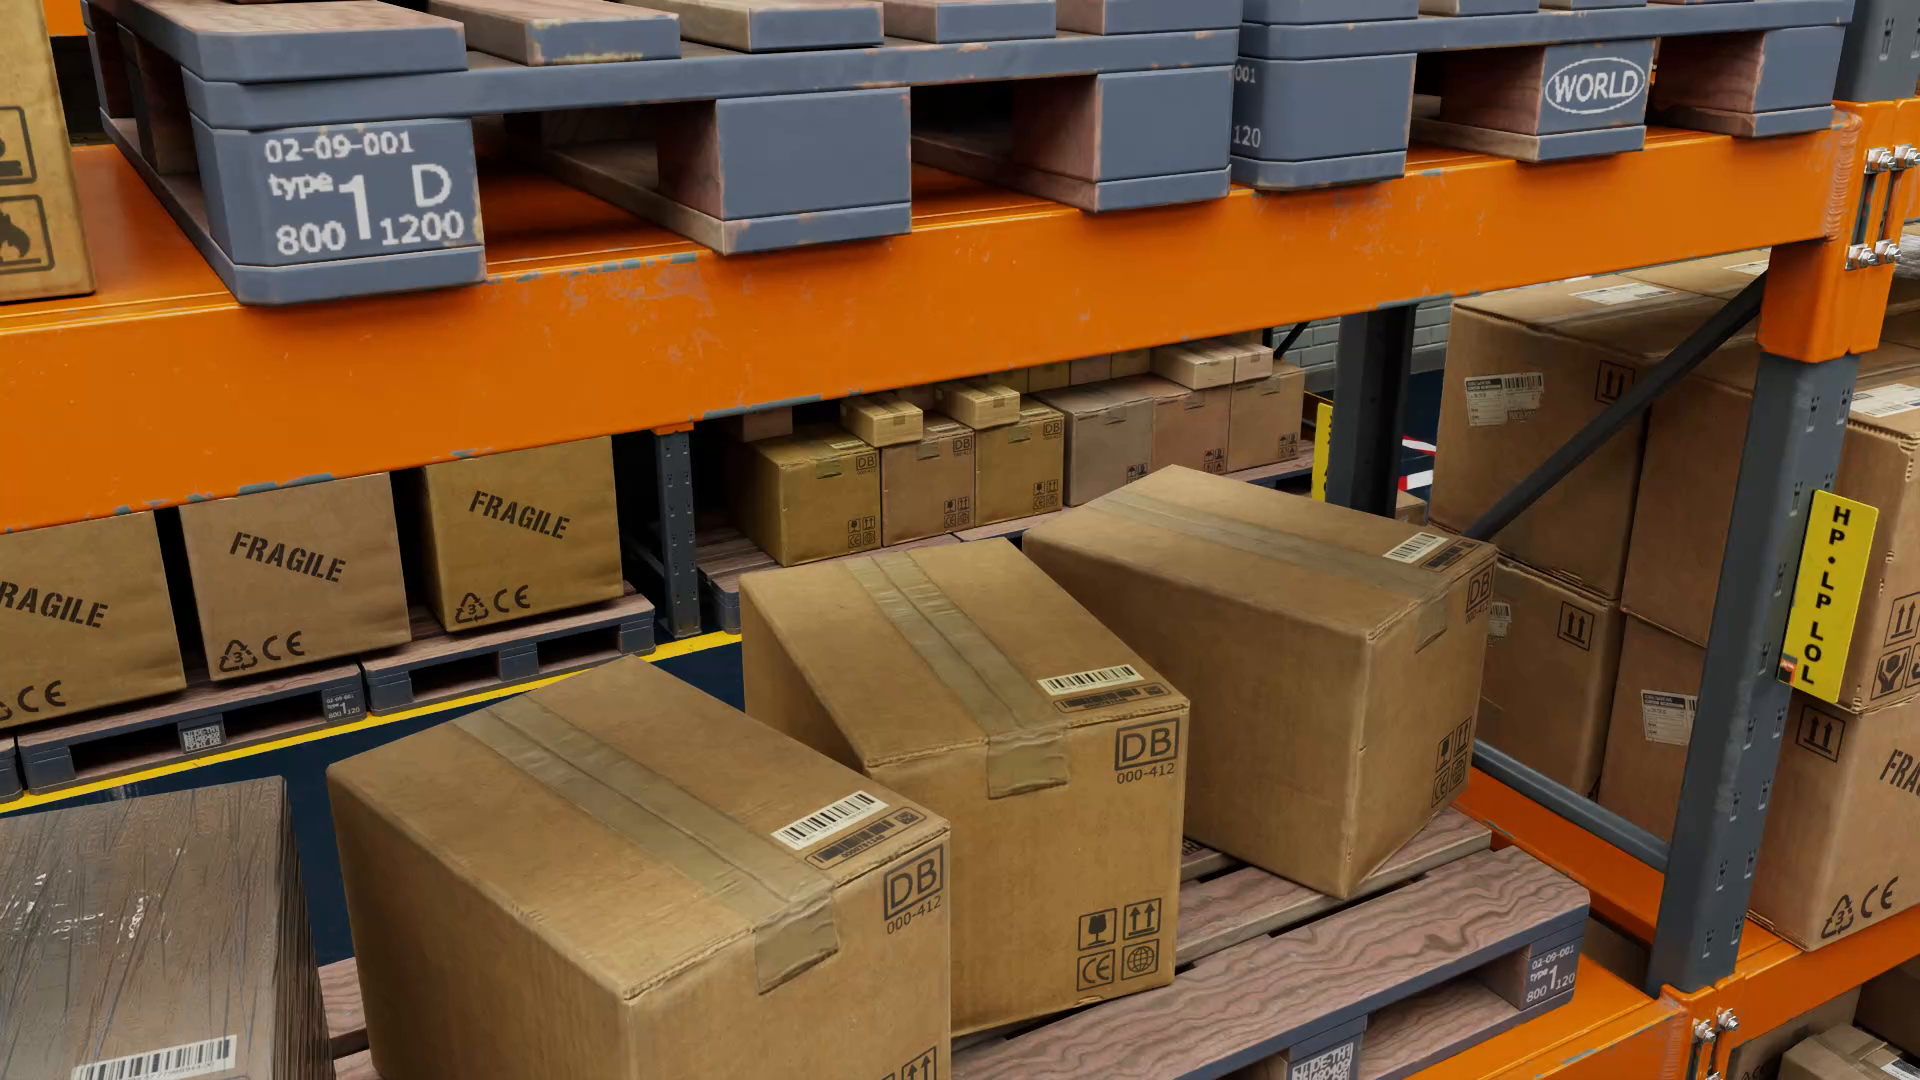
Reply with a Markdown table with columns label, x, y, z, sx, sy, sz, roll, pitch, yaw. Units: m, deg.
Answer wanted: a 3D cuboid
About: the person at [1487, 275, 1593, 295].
| label | x | y | z | sx | sy | sz | roll | pitch | yaw |
| --- | --- | --- | --- | --- | --- | --- | --- | --- | --- |
| person | 2.813 | -0.776 | 8.060 | 0.510 | 1.828 | 0.600 | -14 | 25 | -31 |
